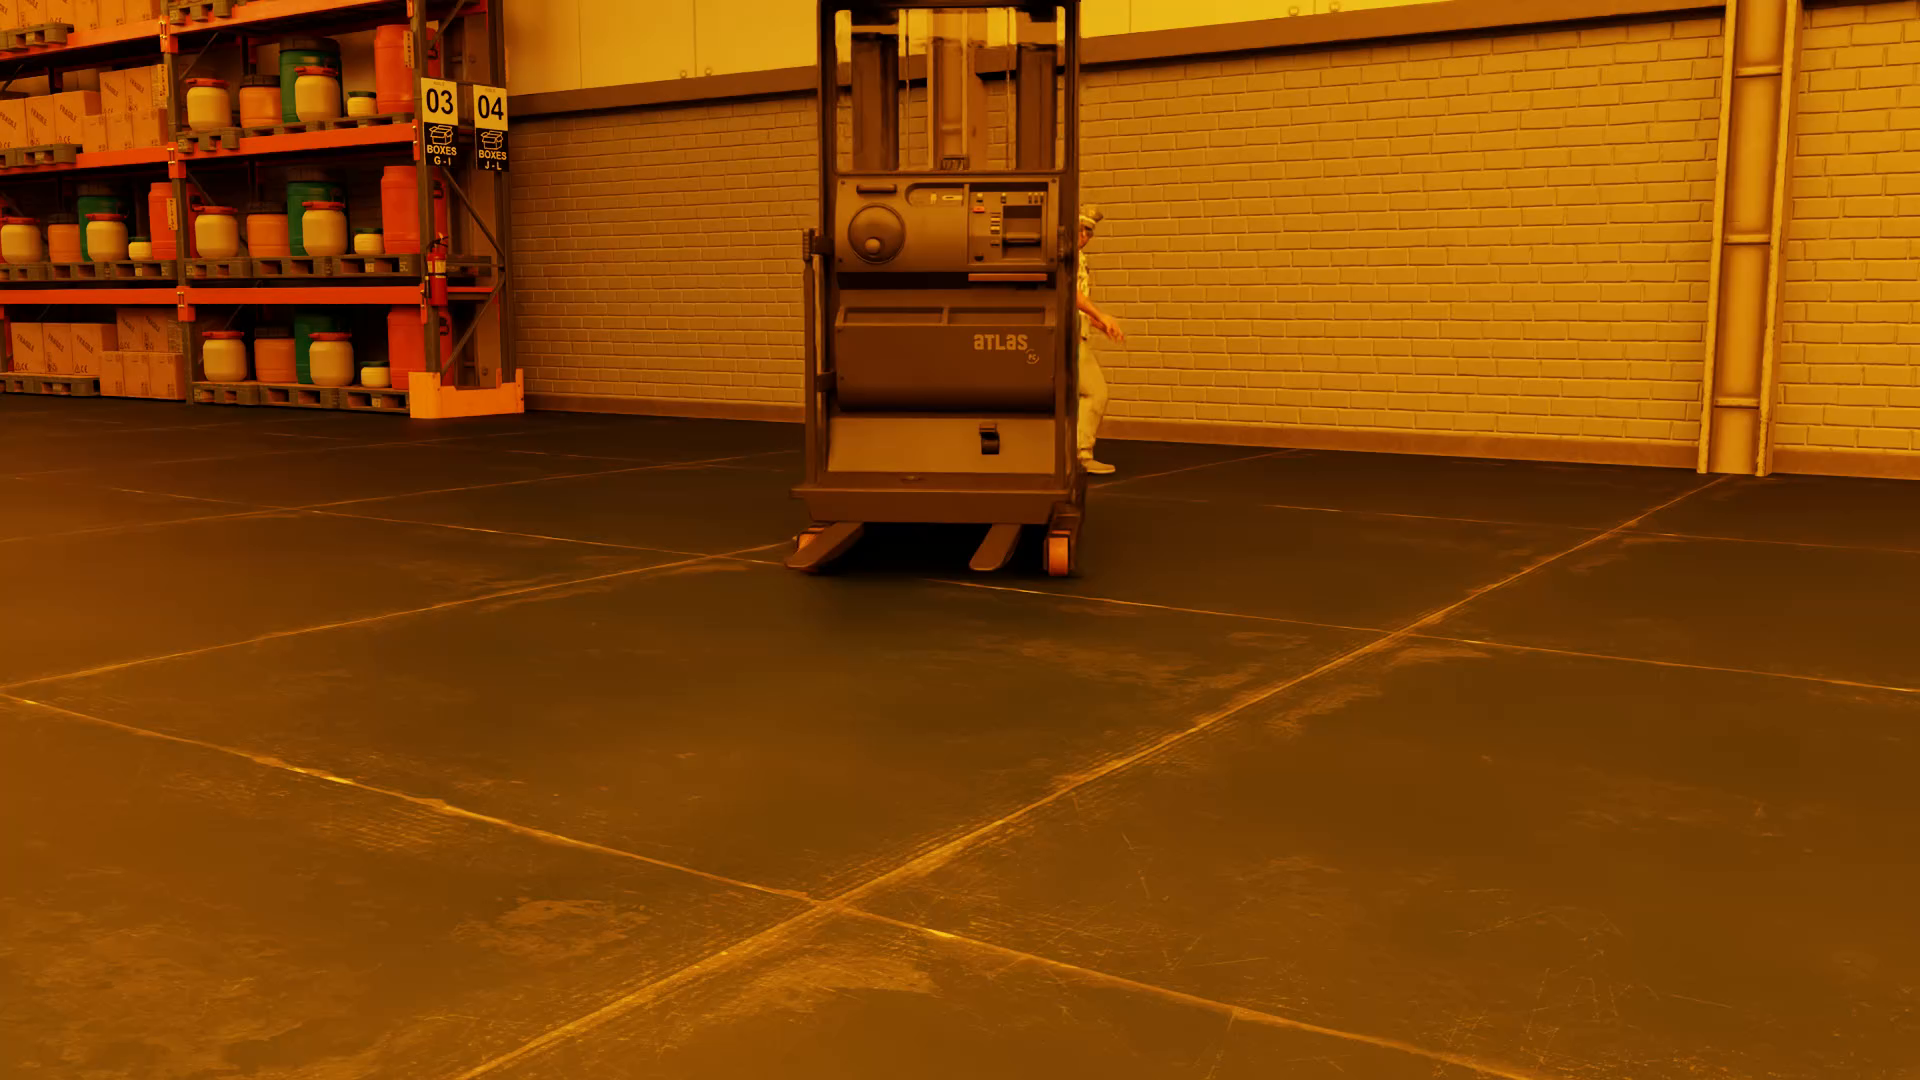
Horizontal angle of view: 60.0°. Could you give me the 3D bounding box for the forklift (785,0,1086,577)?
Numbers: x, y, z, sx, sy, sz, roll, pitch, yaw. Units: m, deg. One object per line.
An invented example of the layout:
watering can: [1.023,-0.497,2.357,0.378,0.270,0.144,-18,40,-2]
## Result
forklift: [-0.073,-1.352,6.698,1.130,2.935,3.031,1,8,6]

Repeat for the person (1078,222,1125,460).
person: [27899.010,-5843.871,41096.689,68453.009,2.654,72914.213,-1,8,-9]
